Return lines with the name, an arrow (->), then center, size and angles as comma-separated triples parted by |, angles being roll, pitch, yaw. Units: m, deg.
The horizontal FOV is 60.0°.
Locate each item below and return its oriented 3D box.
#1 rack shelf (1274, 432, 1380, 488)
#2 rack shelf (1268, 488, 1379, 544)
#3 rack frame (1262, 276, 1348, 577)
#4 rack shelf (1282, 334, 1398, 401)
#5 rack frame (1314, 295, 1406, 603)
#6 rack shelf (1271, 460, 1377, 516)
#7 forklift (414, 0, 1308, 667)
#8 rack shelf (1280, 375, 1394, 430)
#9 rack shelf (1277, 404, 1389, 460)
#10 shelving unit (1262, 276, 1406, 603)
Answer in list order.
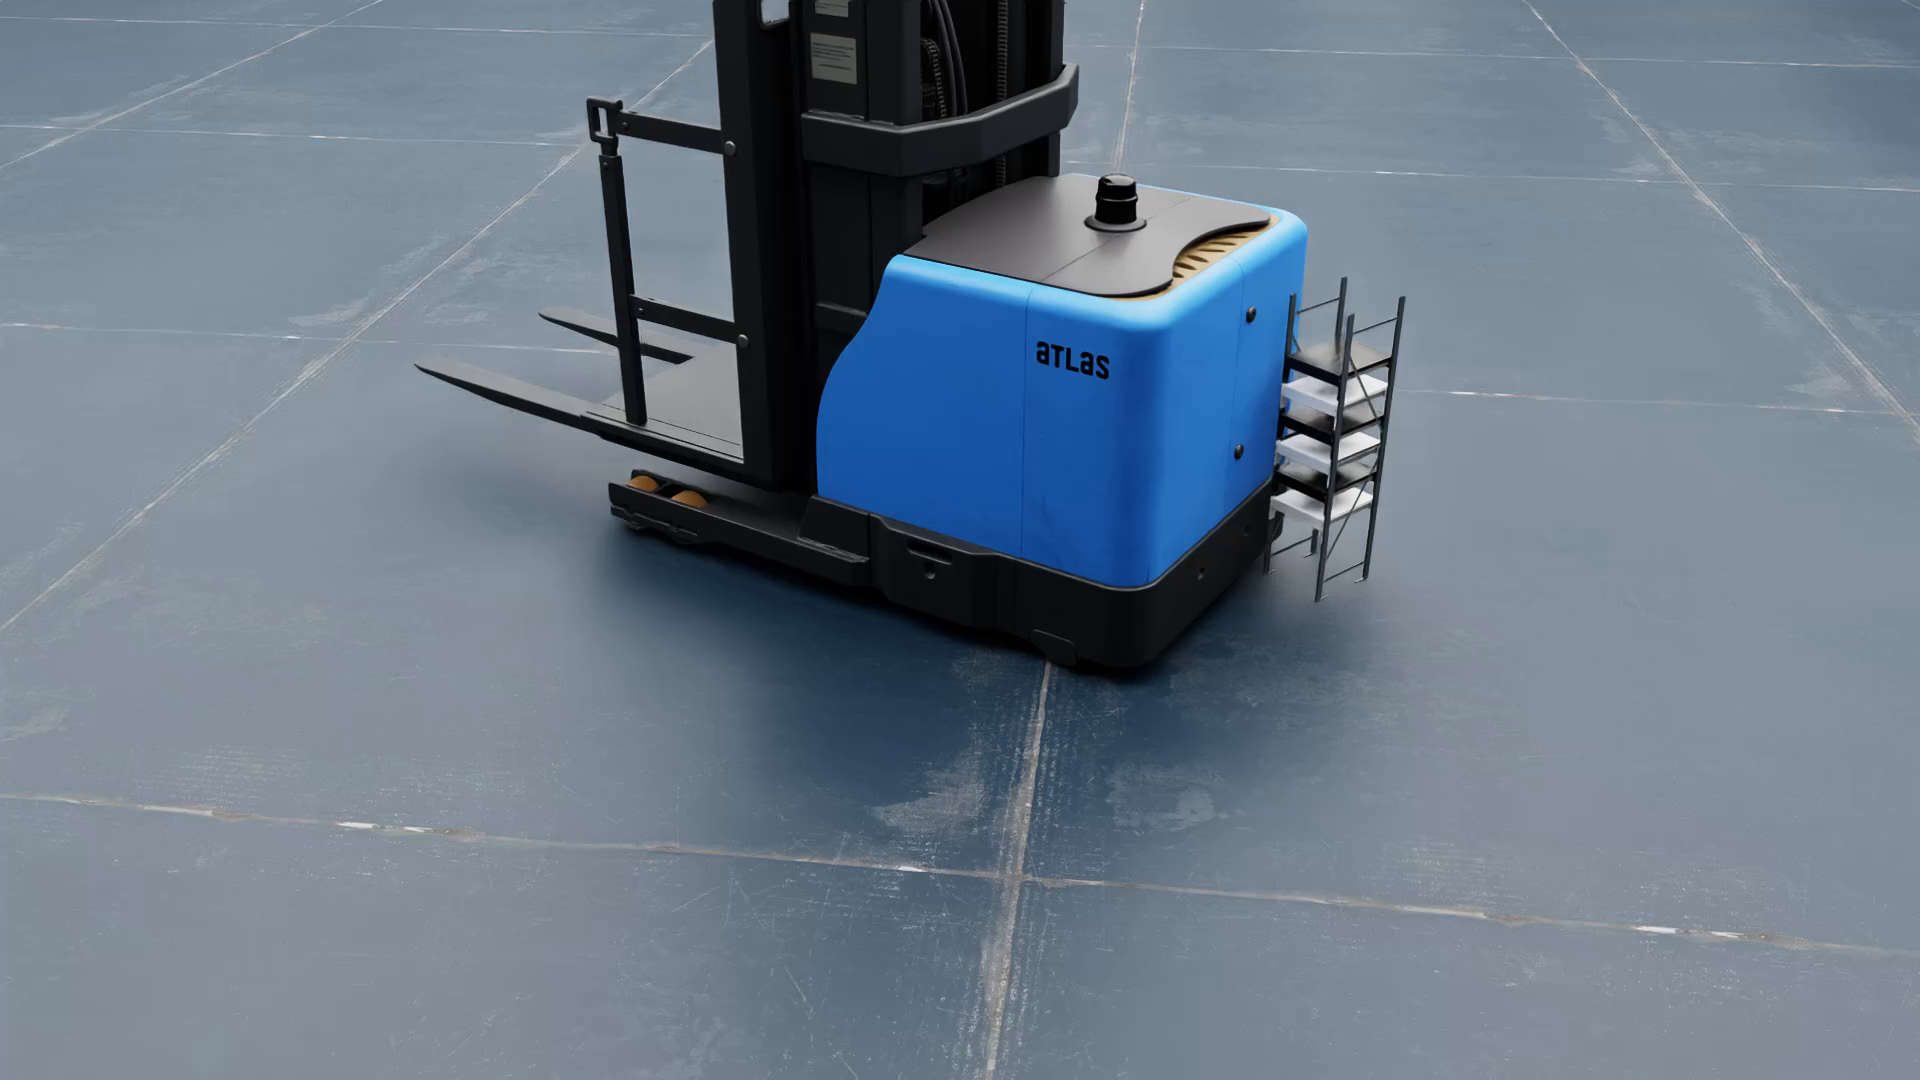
rack shelf -> 1.077, -0.254, 4.844 | 0.258, 0.077, 0.200 | -21, 35, -34
rack shelf -> 1.077, -0.096, 4.929 | 0.258, 0.077, 0.200 | -21, 35, -34
rack frame -> 1.013, -0.321, 4.897 | 0.240, 0.900, 0.006 | -21, 35, -34
rack shelf -> 1.077, -0.492, 4.716 | 0.258, 0.077, 0.200 | -21, 35, -34
rack frame -> 1.141, -0.246, 4.759 | 0.240, 0.900, 0.006 | -21, 35, -34
rack shelf -> 1.077, -0.175, 4.886 | 0.258, 0.077, 0.200 | -21, 35, -34
forklift -> -0.511, -1.466, 4.881 | 3.031, 2.935, 1.130 | 17, 33, 29
rack shelf -> 1.077, -0.413, 4.758 | 0.258, 0.077, 0.200 | -21, 35, -34
rack shelf -> 1.077, -0.334, 4.801 | 0.258, 0.077, 0.200 | -21, 35, -34
shelving unit -> 1.077, -0.284, 4.828 | 0.258, 0.900, 0.210 | -21, 35, -34
